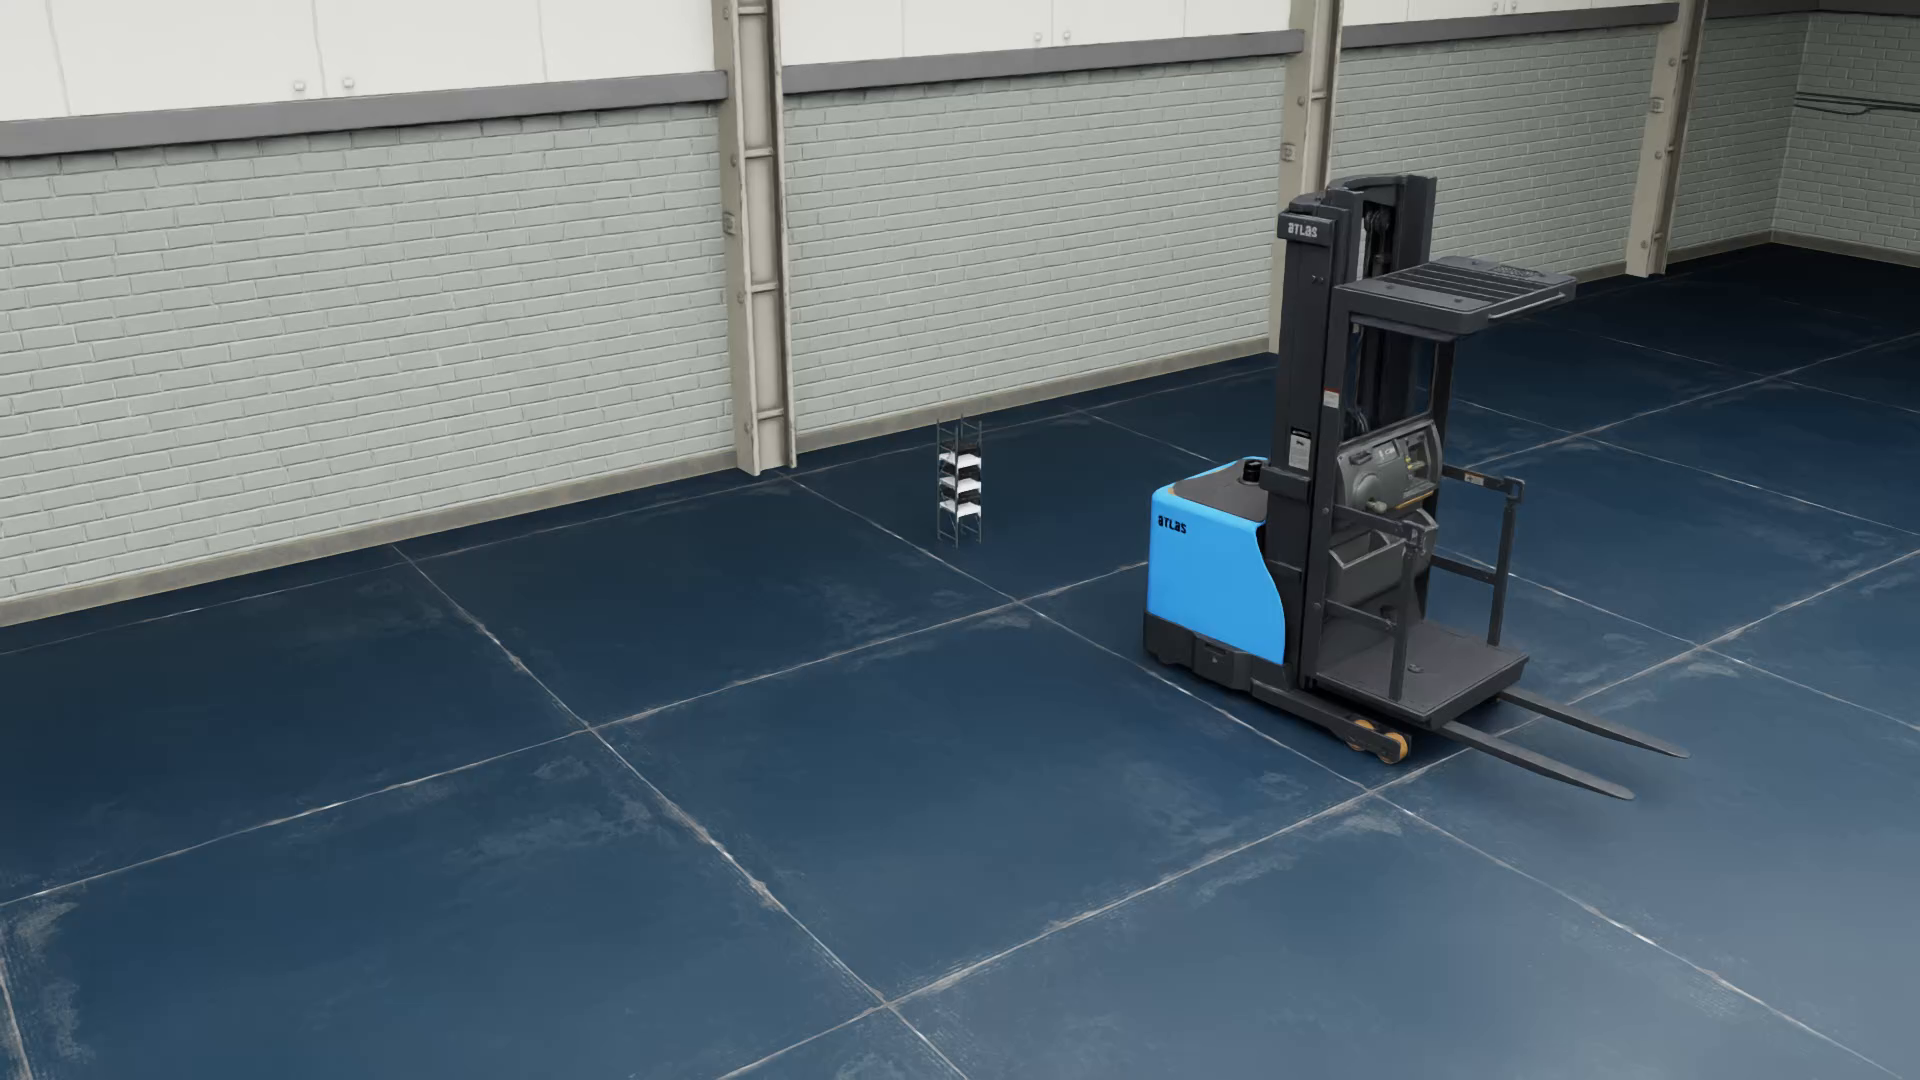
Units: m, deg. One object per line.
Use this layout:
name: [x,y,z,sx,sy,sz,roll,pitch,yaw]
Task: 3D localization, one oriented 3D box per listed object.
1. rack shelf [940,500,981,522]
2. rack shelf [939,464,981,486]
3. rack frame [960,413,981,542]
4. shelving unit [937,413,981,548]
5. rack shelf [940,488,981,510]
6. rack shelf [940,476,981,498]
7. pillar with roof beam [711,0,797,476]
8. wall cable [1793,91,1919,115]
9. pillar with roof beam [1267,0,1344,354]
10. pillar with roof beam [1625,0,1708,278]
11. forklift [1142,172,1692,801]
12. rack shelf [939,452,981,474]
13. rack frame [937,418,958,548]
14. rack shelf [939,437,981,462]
rack shelf: [-0.007,-0.218,11.804,0.200,0.077,0.258,-15,26,-33]
rack shelf: [-0.007,-0.469,11.704,0.200,0.077,0.258,-15,26,-33]
rack frame: [0.076,-0.438,11.780,0.006,0.900,0.240,-15,26,-33]
shelving unit: [-0.007,-0.416,11.725,0.210,0.900,0.258,-15,26,-33]
rack shelf: [-0.007,-0.302,11.771,0.200,0.077,0.258,-15,26,-33]
rack shelf: [-0.007,-0.385,11.738,0.200,0.077,0.258,-15,26,-33]
pillar with roof beam: [0.955,-3.478,8.471,0.400,9.000,9.100,-15,26,-33]
wall cable: [11.346,-6.168,19.403,0.112,2.526,3.097,-15,26,-33]
pillar with roof beam: [5.826,-4.777,11.726,0.400,9.000,9.100,-15,26,-33]
pillar with roof beam: [10.696,-6.076,14.980,0.400,9.000,9.100,-15,26,-33]
forklift: [2.481,-0.379,8.892,1.130,2.935,3.031,-19,29,-39]
rack shelf: [-0.007,-0.552,11.671,0.200,0.077,0.258,-15,26,-33]
rack frame: [-0.089,-0.394,11.670,0.006,0.900,0.240,-15,26,-33]
rack shelf: [-0.007,-0.636,11.637,0.200,0.077,0.258,-15,26,-33]
